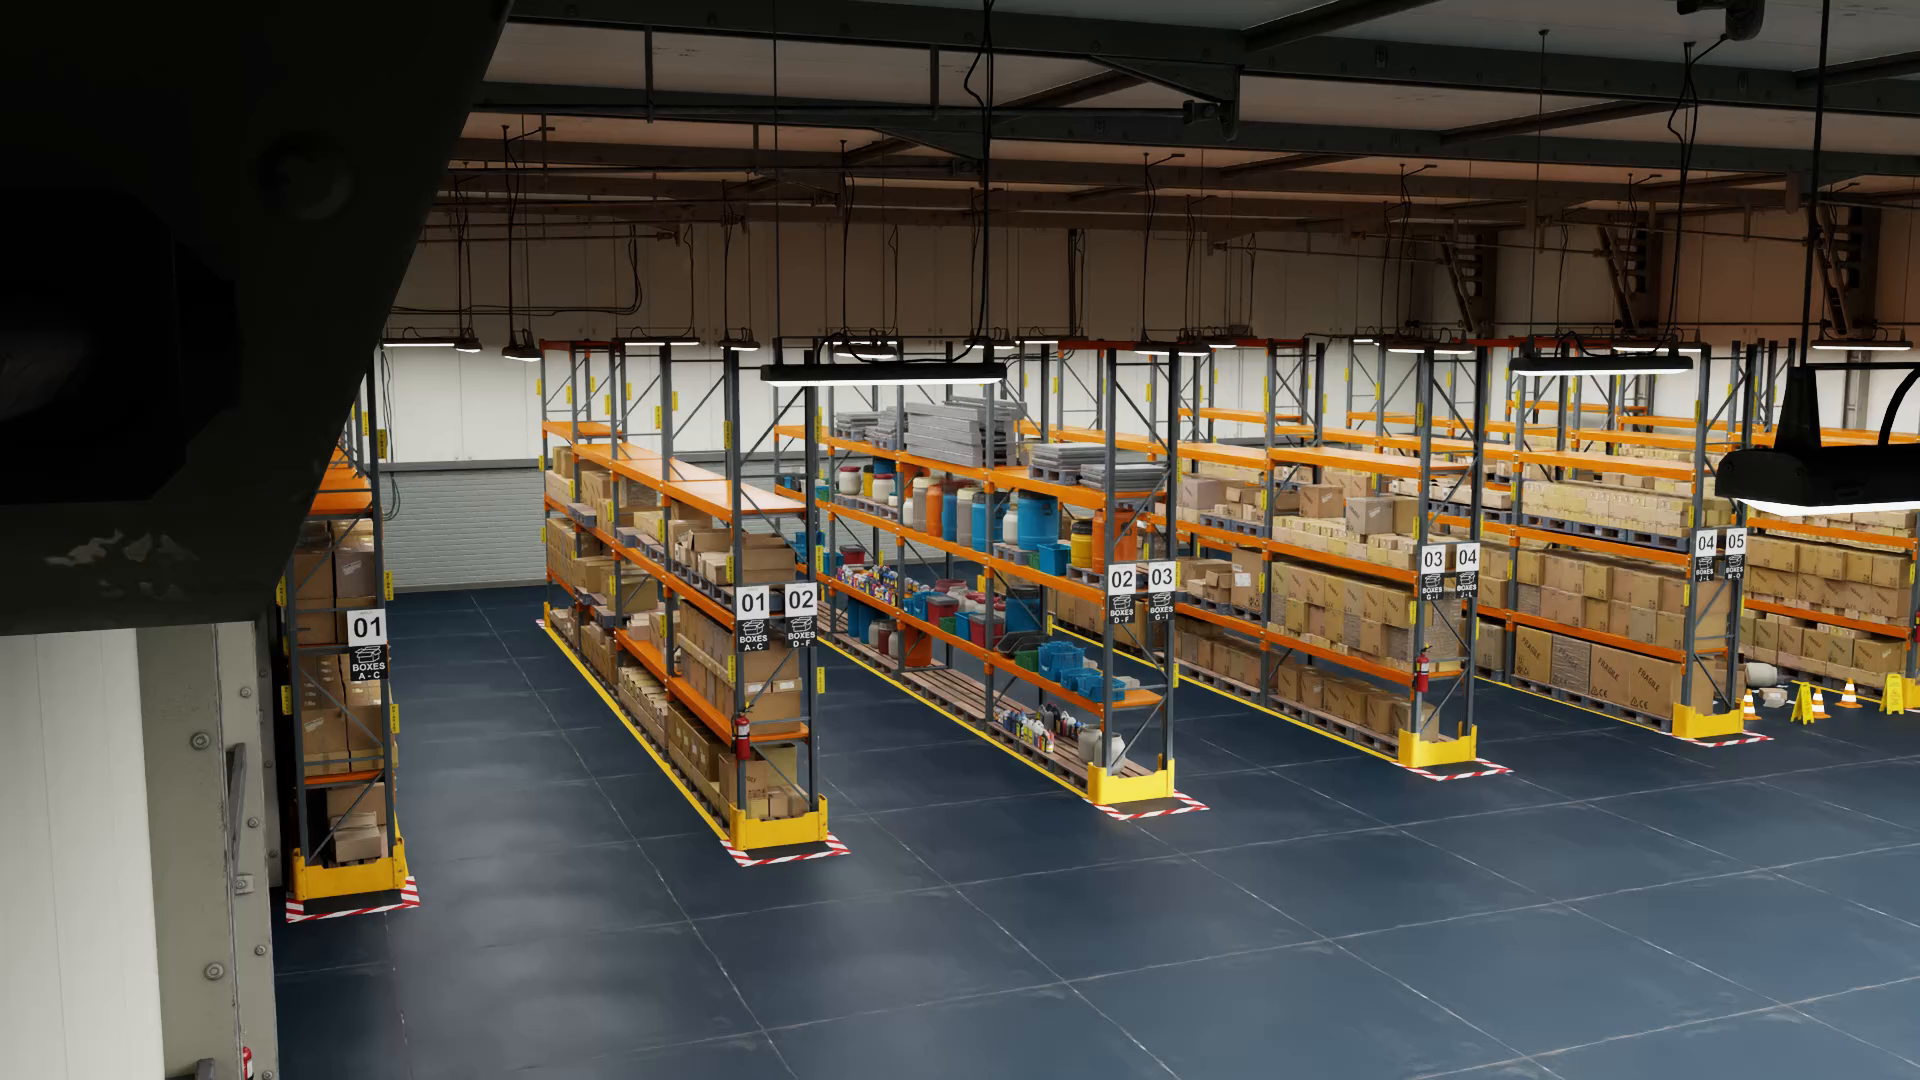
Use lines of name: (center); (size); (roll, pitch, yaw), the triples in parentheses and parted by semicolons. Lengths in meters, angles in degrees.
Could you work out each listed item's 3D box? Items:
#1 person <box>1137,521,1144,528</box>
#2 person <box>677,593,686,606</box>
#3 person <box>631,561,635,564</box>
person: (4.178, 0.177, 40.507); (0.667, 1.782, 0.482); (2, 8, 13)
person: (-5.236, 1.260, 32.286); (0.628, 1.695, 1.067); (-4, 9, -30)
person: (-6.931, 0.967, 36.069); (0.534, 1.478, 0.464); (4, 9, 30)
